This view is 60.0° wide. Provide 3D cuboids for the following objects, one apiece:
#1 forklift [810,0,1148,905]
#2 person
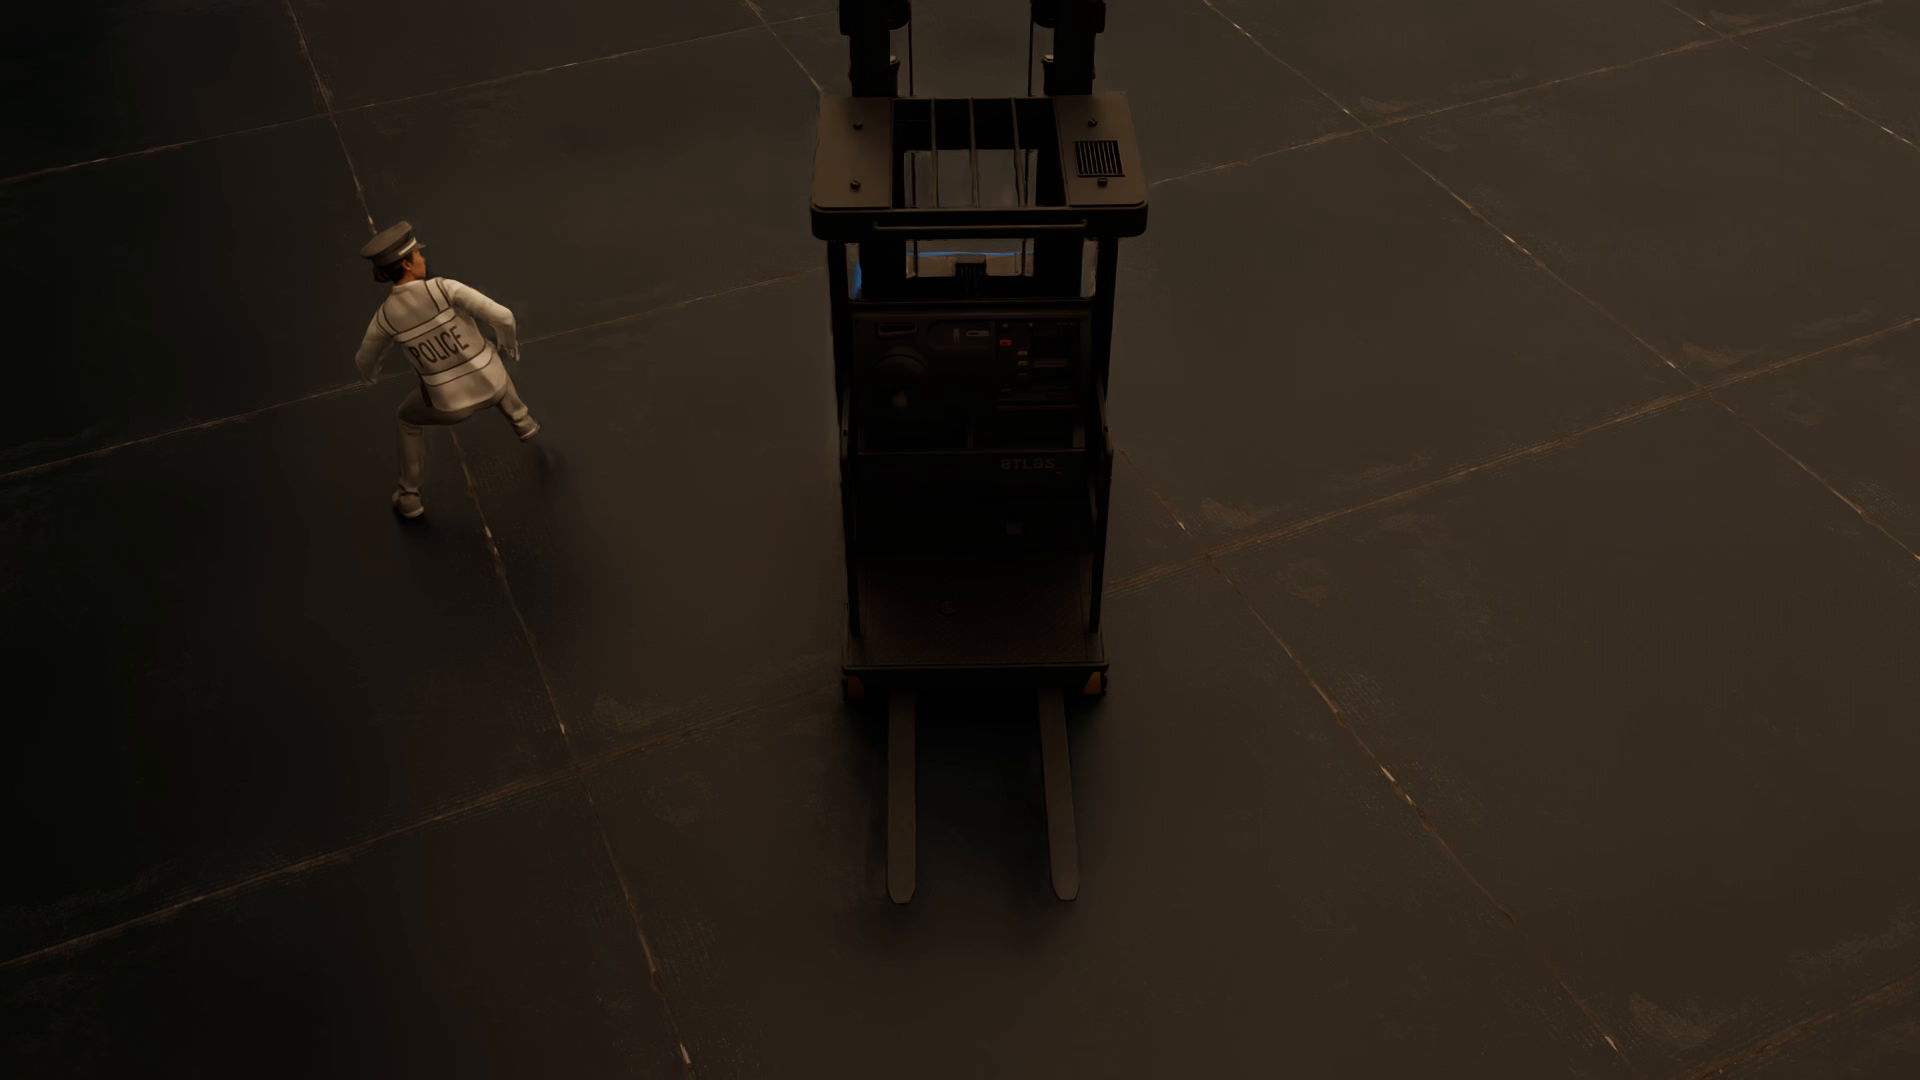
[{"bbox_3d":[0.053,-0.617,6.341,1.130,2.935,3.031,-1,43,-1],"label":"forklift"},{"bbox_3d":[-2.390,-0.792,7.664,0.785,1.461,0.624,-17,46,-18],"label":"person"}]
